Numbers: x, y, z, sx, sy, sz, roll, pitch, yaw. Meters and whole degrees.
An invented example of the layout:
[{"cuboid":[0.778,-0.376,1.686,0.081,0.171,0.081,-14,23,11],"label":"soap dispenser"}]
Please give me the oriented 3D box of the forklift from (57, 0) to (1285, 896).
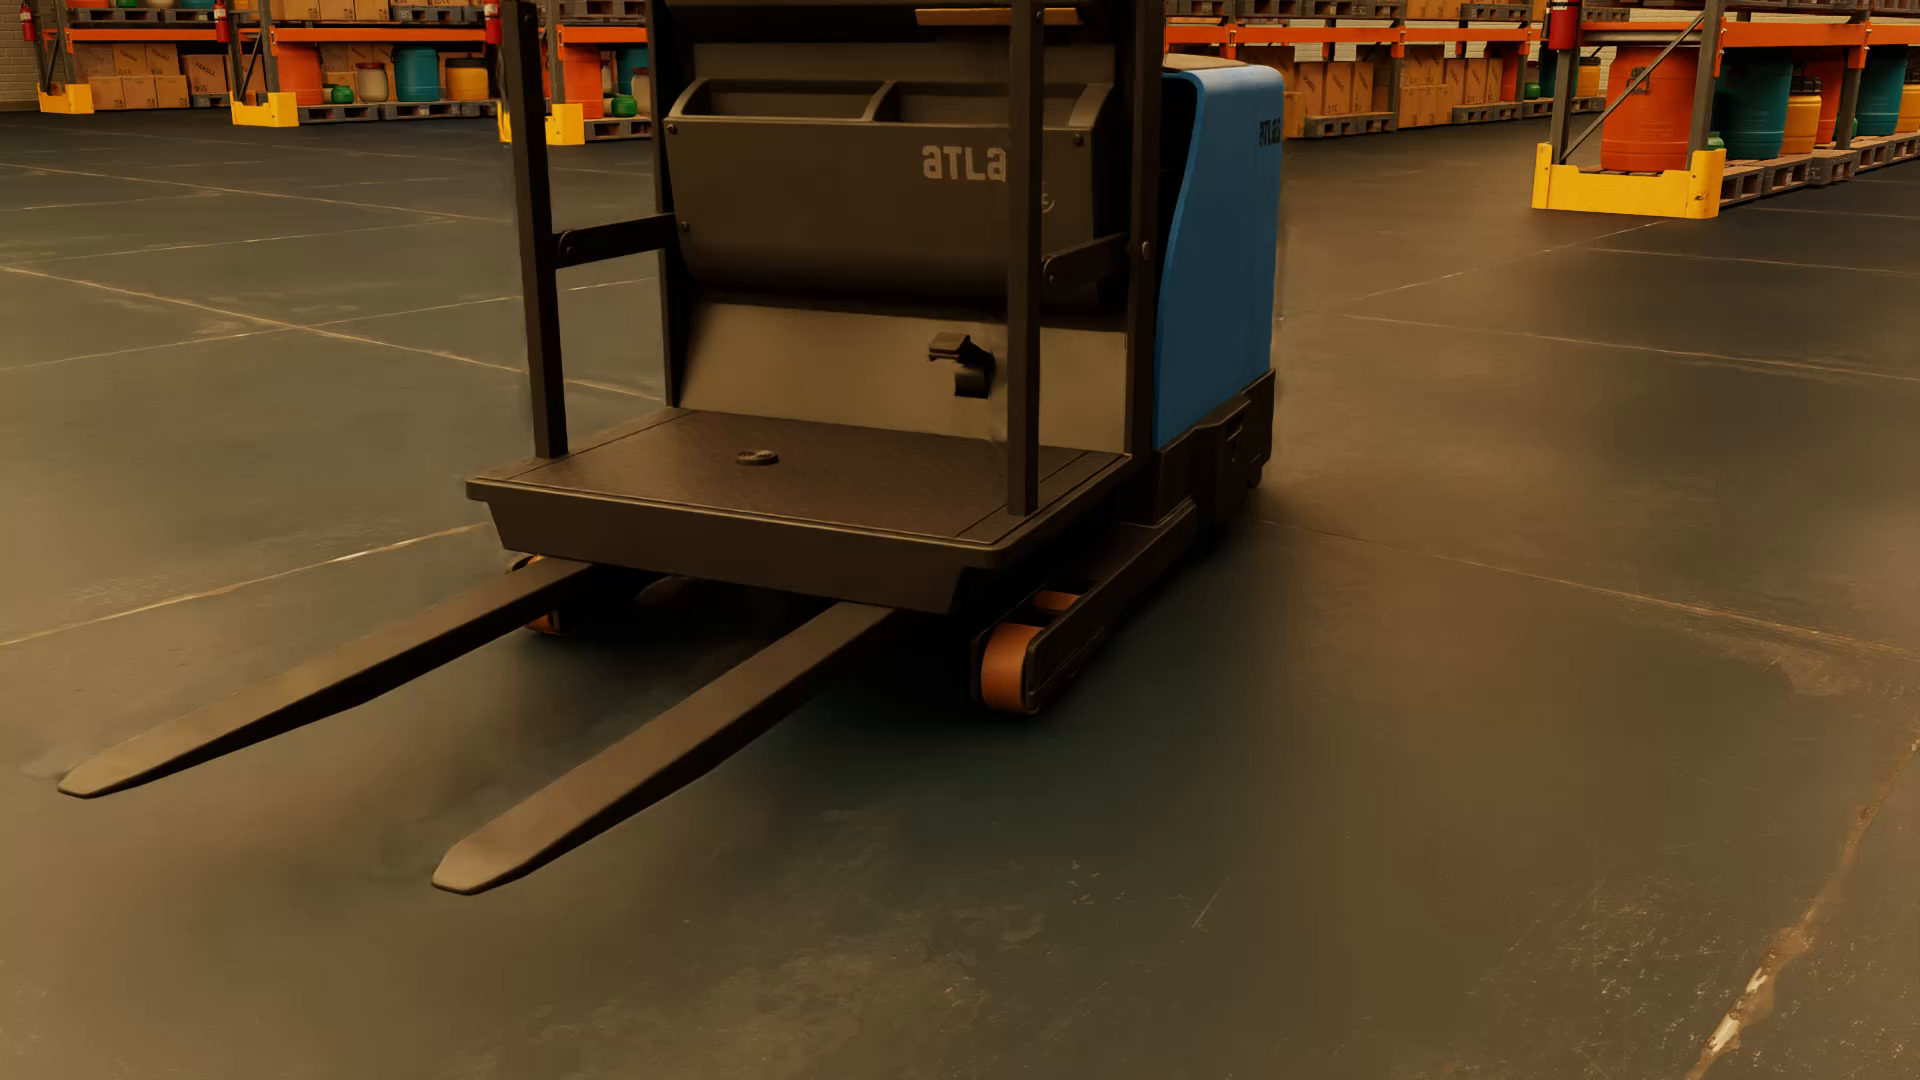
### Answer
[{"cuboid":[-0.238,-1.234,2.961,1.130,2.935,3.031,7,18,23],"label":"forklift"}]
